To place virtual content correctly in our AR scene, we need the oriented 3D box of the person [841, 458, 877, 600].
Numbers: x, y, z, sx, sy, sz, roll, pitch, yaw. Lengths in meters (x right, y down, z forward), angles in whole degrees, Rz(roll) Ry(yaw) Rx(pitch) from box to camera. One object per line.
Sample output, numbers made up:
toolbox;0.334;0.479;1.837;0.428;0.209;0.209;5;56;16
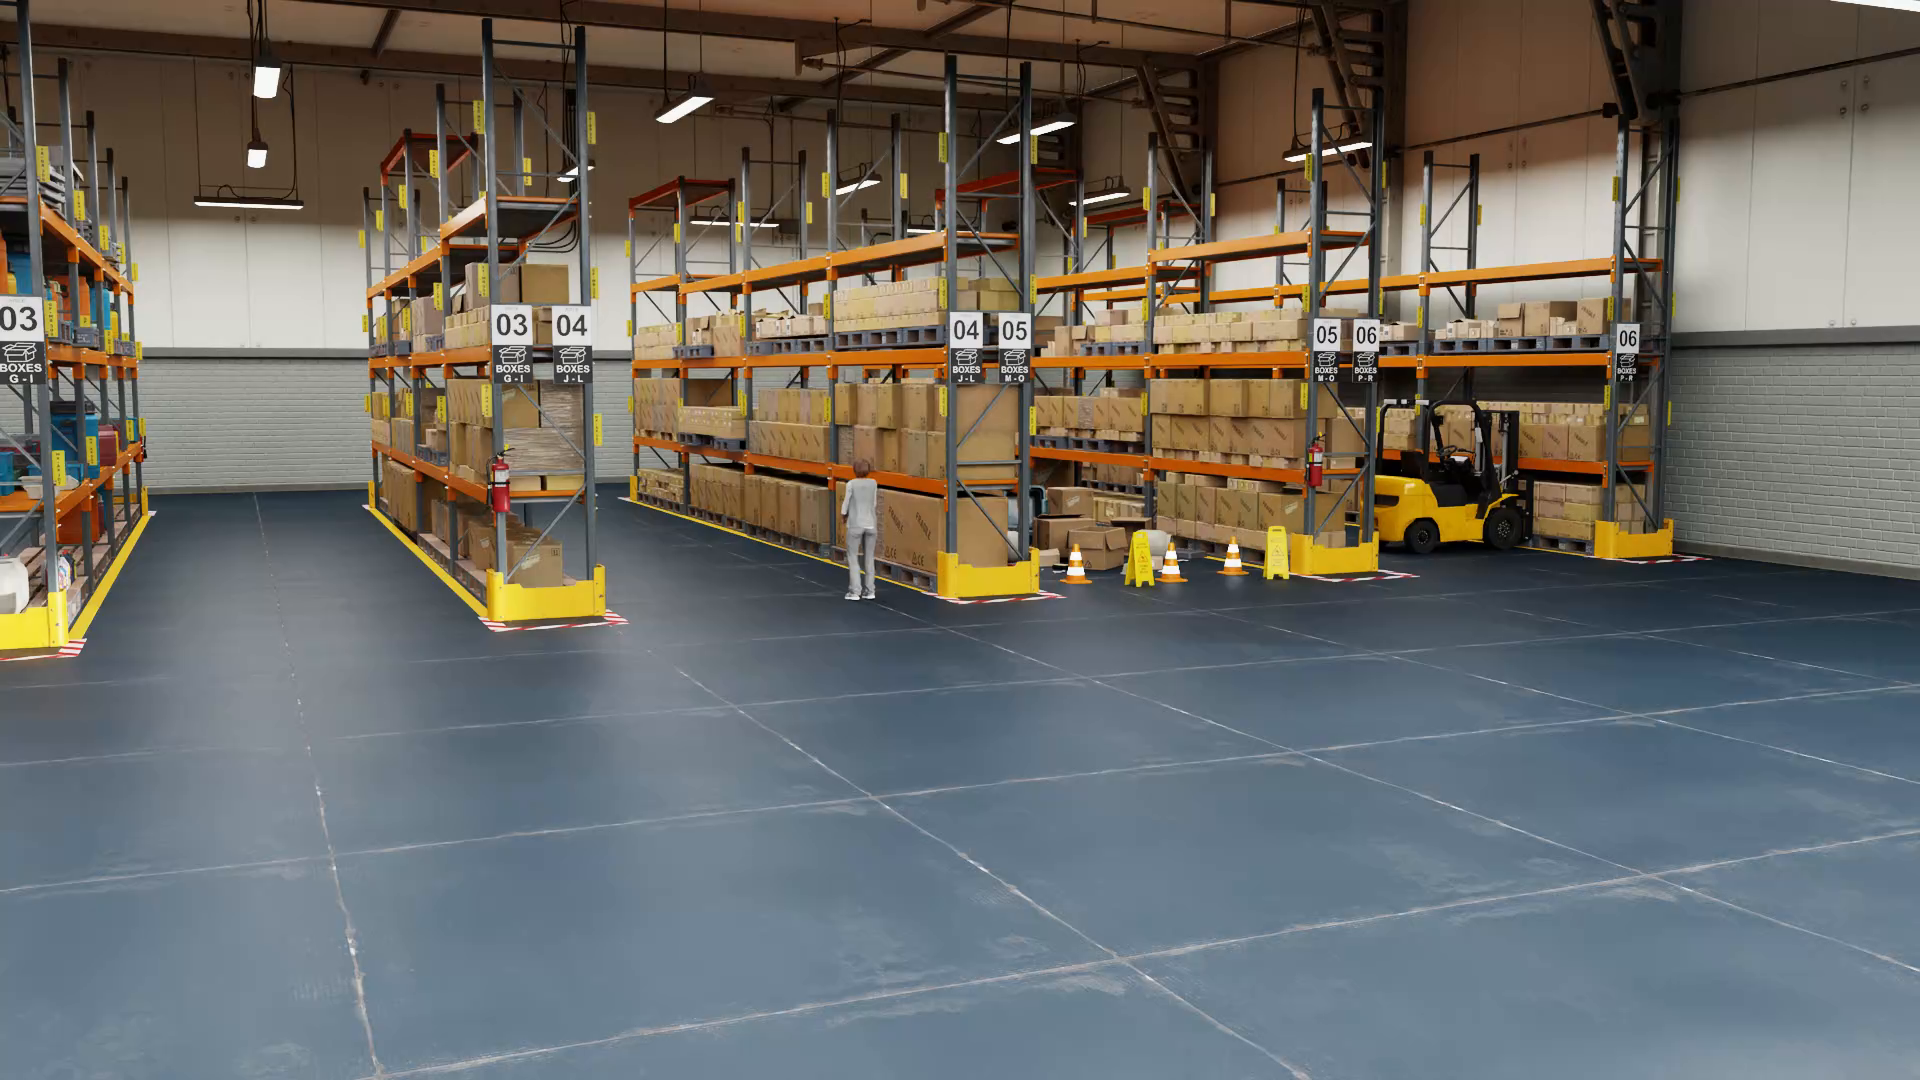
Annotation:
person;-1.127;-0.131;18.583;0.404;1.591;0.492;-2;6;-23
